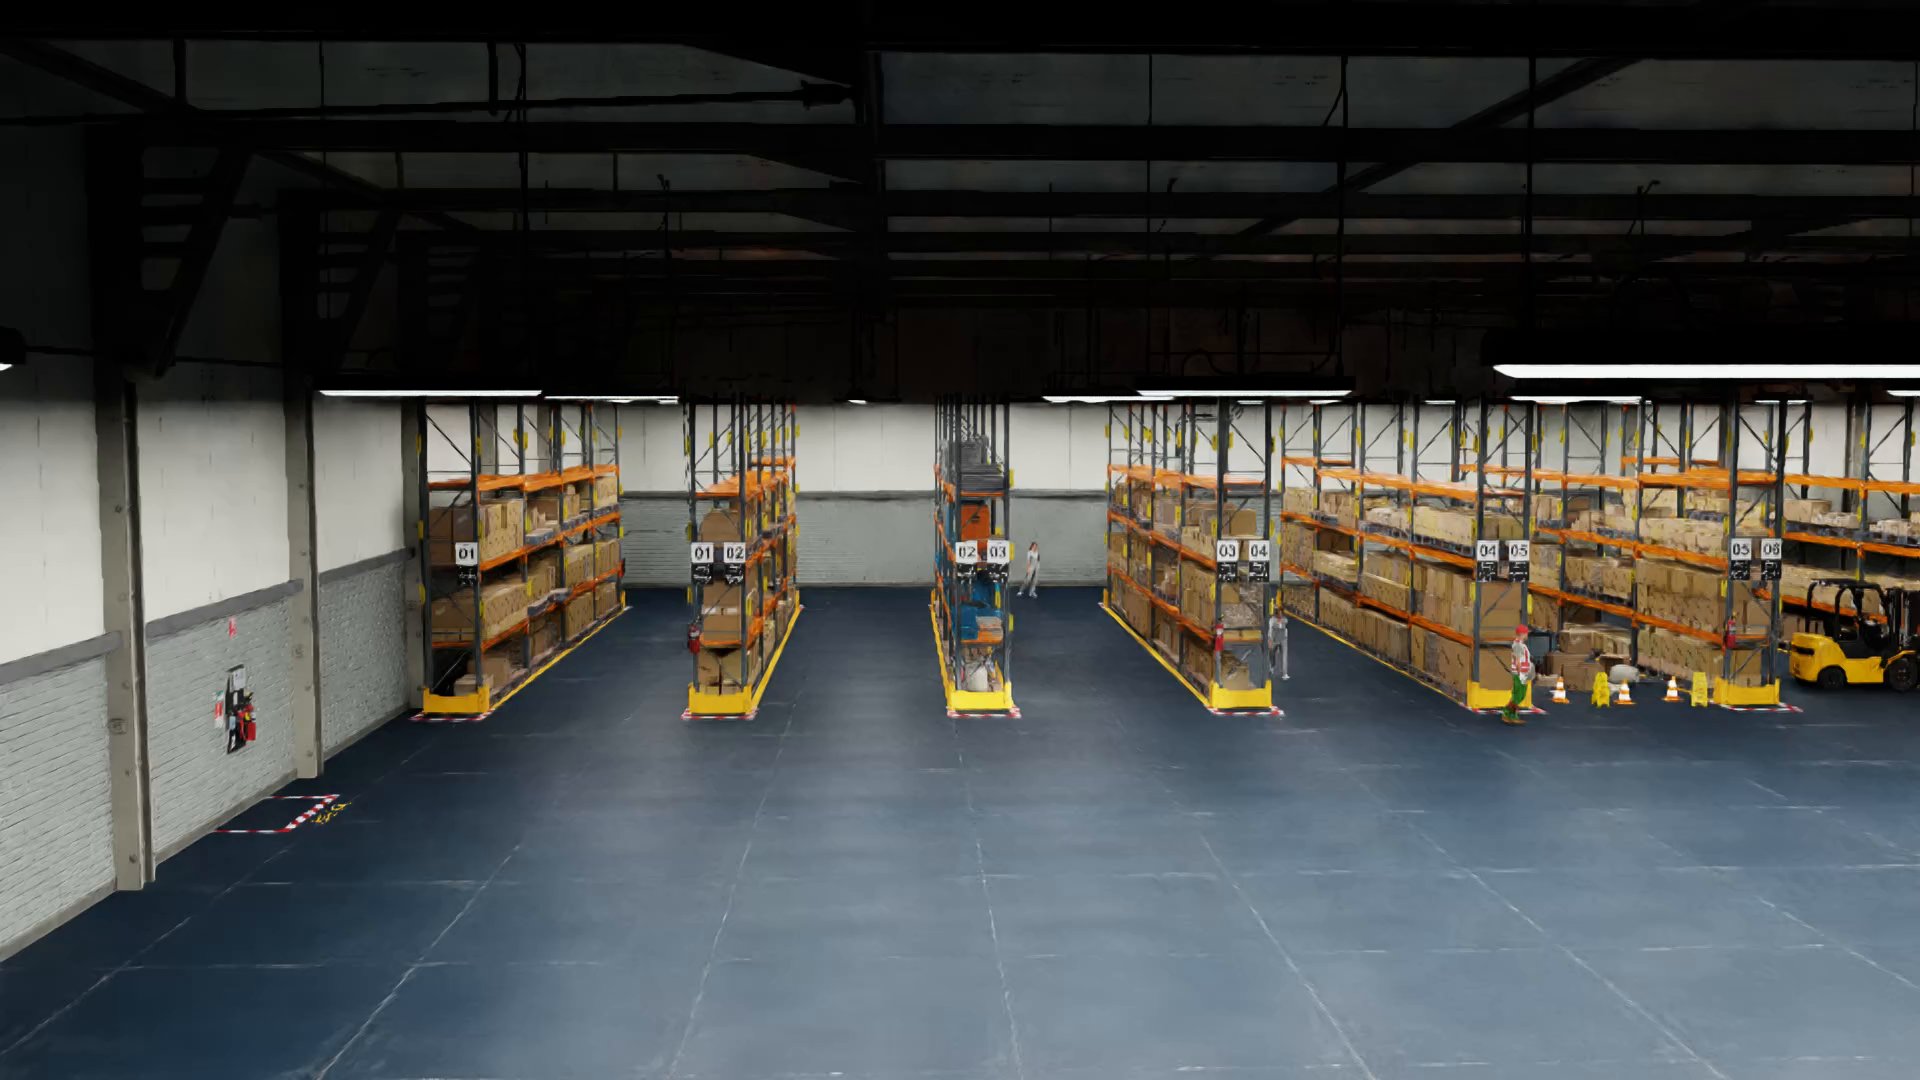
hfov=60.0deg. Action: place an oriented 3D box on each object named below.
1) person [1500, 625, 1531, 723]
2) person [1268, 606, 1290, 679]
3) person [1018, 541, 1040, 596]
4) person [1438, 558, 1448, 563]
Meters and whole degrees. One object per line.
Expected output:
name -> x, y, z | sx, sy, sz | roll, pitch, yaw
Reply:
person -> 10.013, 2.425, 29.966 | 0.463, 1.776, 0.701 | 2, 5, 25
person -> 6.703, 2.141, 35.096 | 0.417, 1.517, 1.032 | 0, 5, 0
person -> 2.080, 0.862, 50.336 | 0.649, 1.665, 0.495 | -4, 6, -43
person -> 14.276, 0.937, 49.205 | 0.550, 1.670, 0.682 | 3, 5, 33
